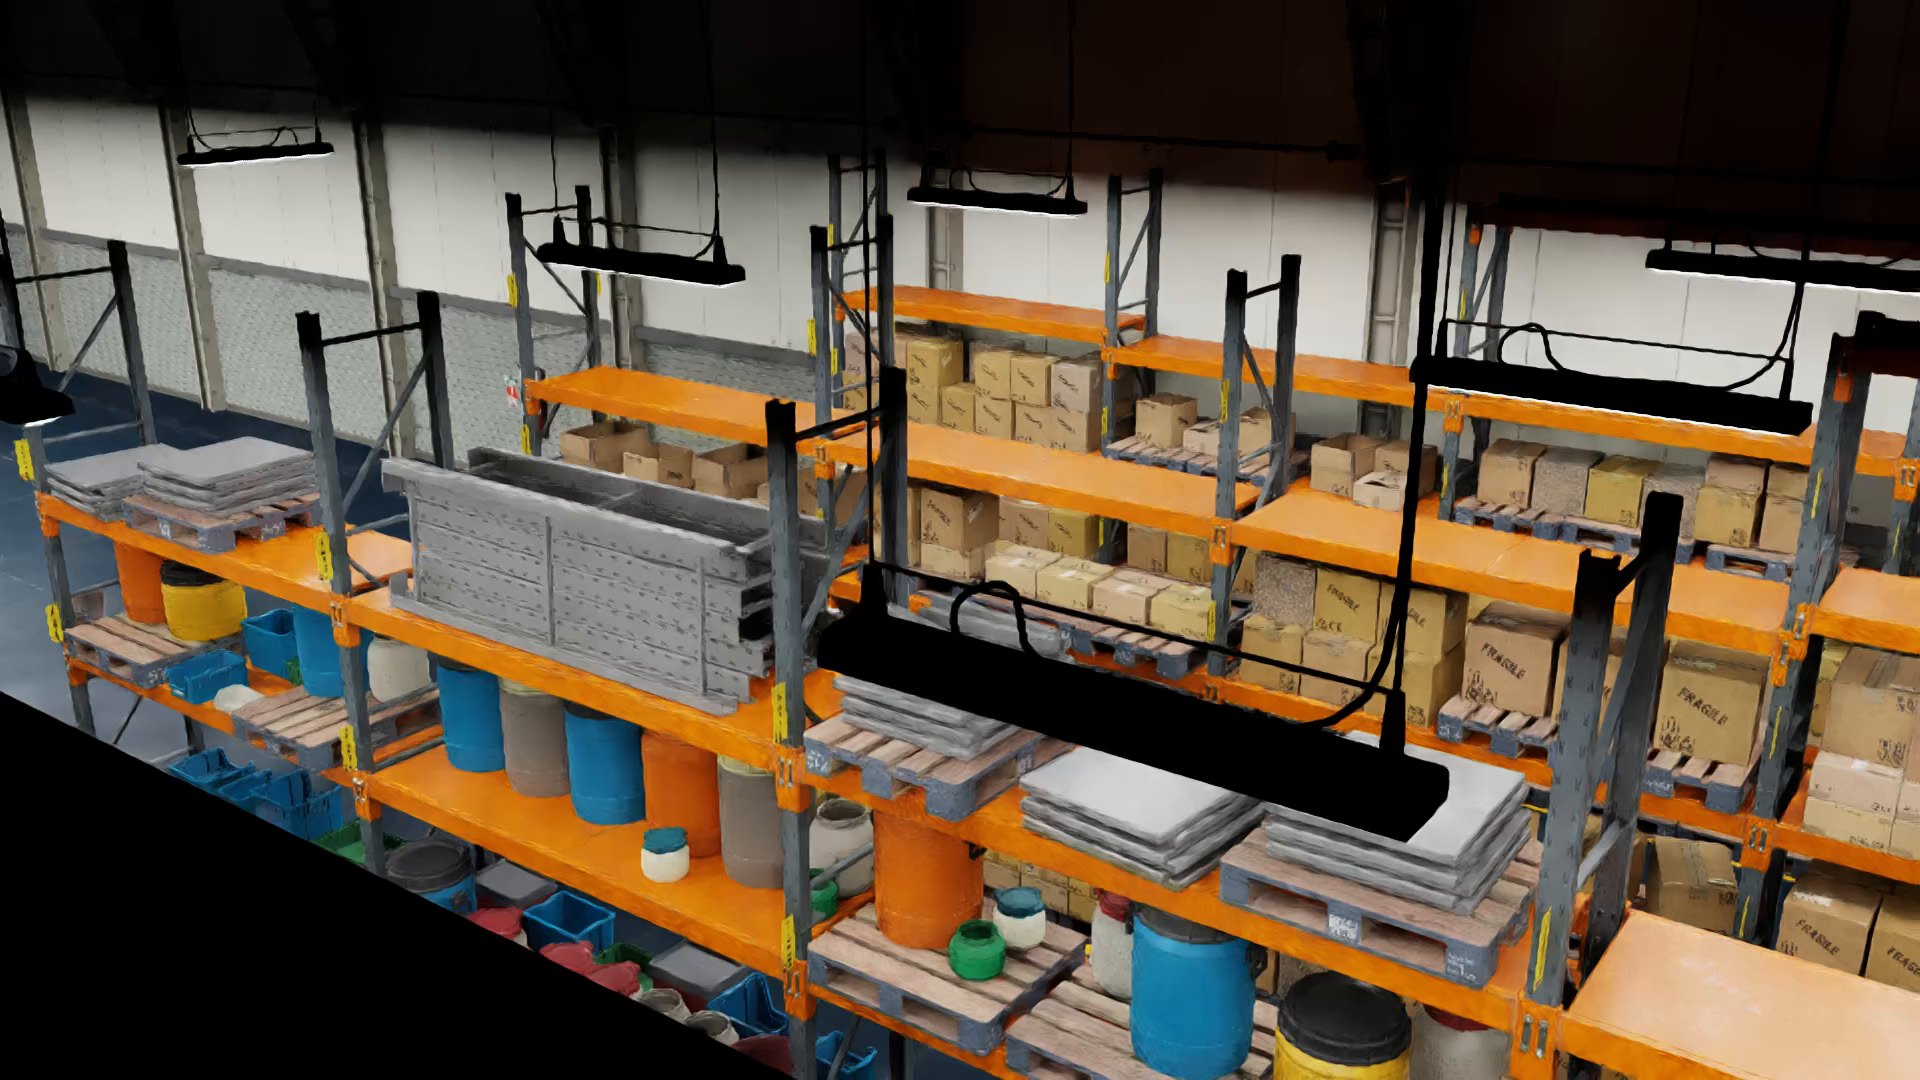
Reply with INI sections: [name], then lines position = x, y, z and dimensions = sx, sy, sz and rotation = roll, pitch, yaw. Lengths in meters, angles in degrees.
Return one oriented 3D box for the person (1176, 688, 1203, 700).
[person]
position = 2.532, 1.521, 17.882
dimensions = 0.836, 1.703, 0.710
rotation = 7, 20, 19
